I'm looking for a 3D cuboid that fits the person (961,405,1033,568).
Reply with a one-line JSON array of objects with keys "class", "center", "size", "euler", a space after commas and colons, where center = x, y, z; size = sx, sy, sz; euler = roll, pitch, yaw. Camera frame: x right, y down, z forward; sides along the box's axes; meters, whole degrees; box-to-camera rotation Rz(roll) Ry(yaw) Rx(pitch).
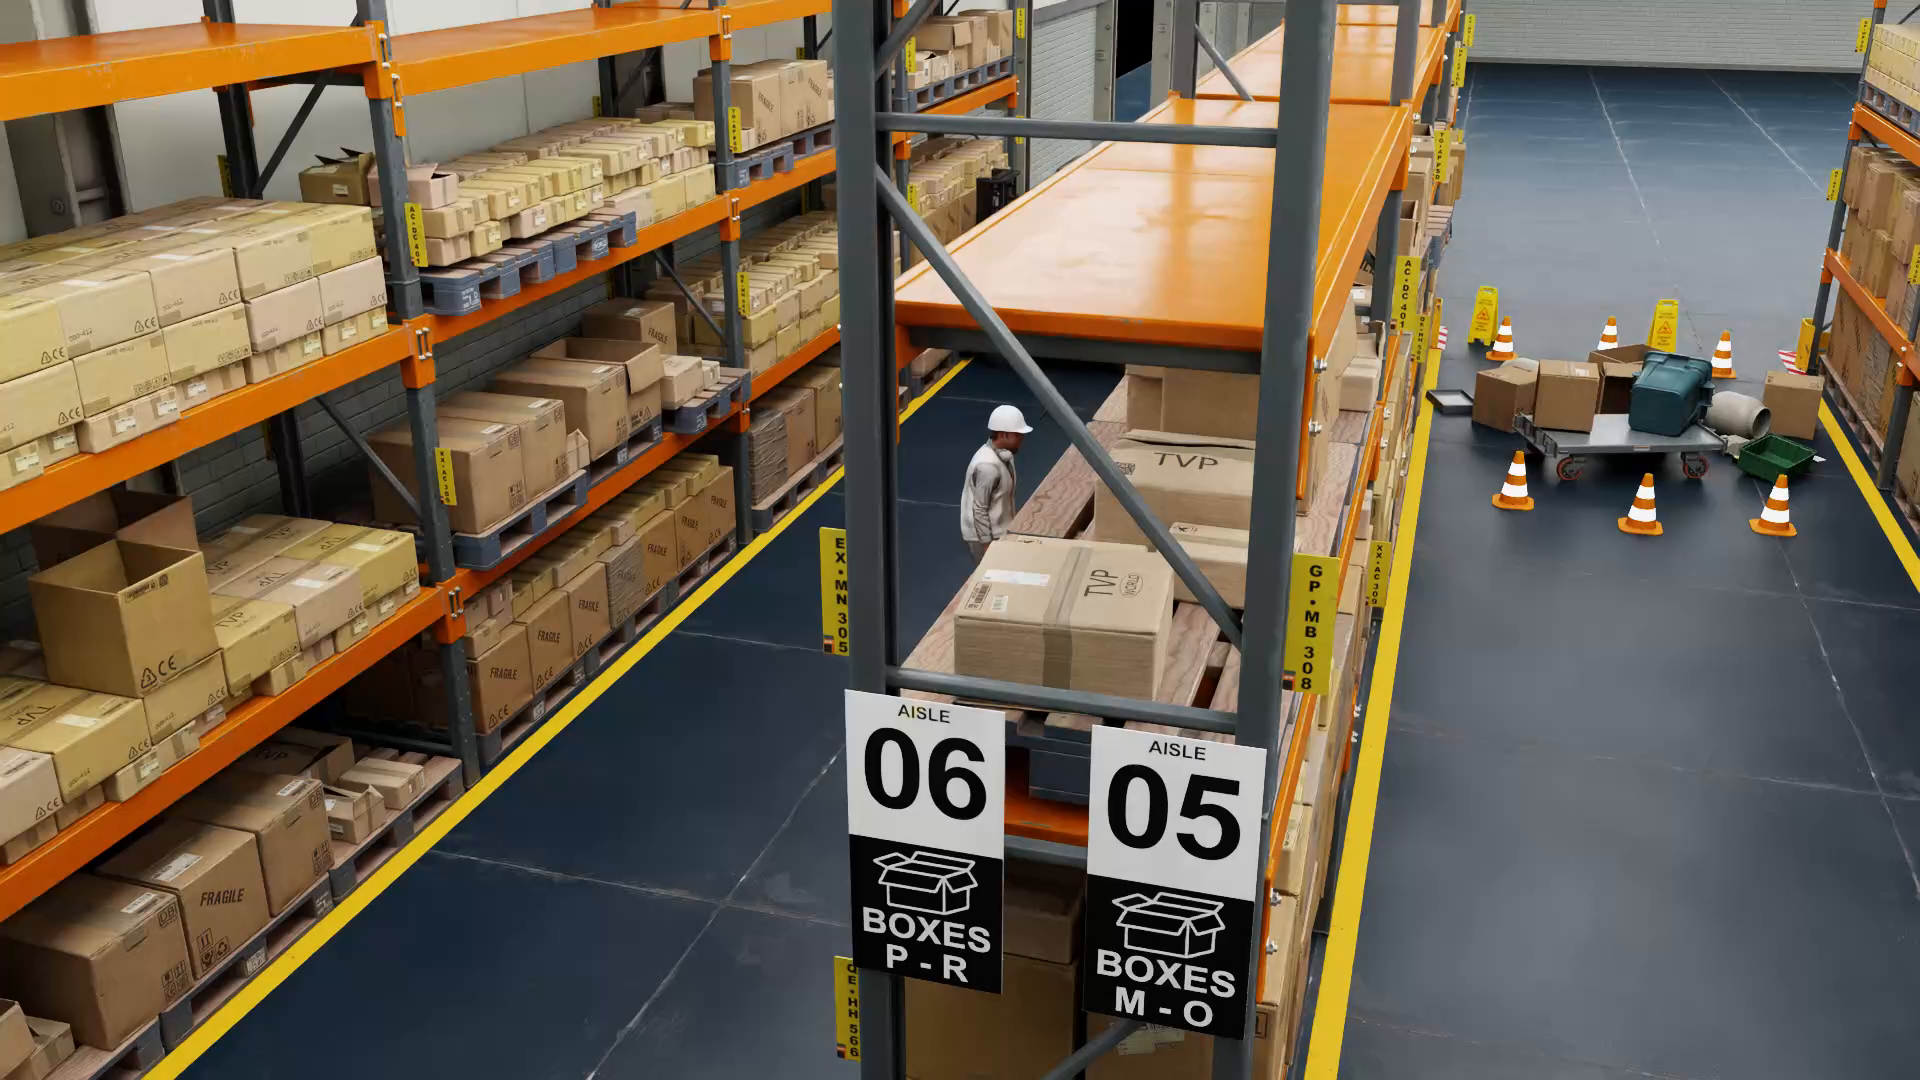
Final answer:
[{"class": "person", "center": [0.244, -0.050, 11.177], "size": [0.467, 1.770, 0.579], "euler": [6, 23, 16]}]
